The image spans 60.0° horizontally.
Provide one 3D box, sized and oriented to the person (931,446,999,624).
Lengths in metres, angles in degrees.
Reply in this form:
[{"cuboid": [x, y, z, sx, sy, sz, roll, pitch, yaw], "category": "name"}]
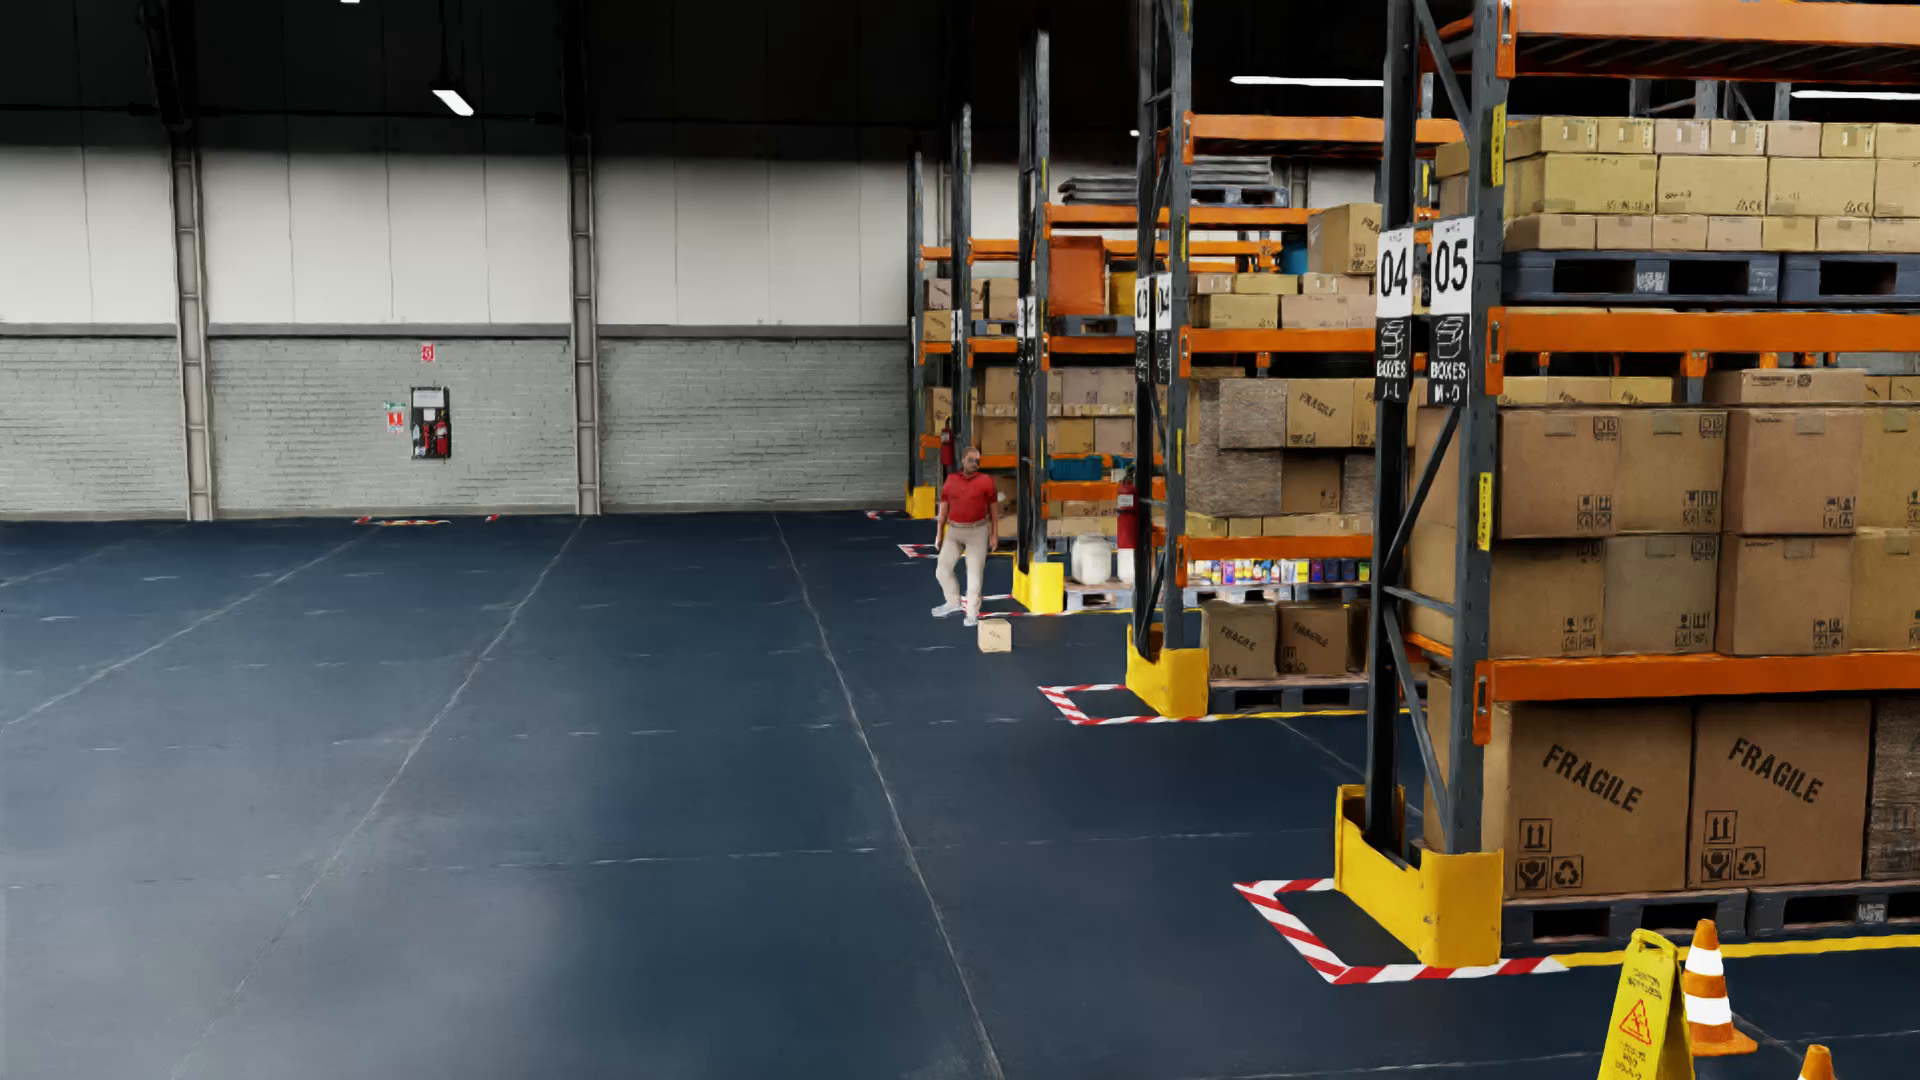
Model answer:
[{"cuboid": [0.019, -0.055, 16.130, 0.719, 1.718, 0.487, 2, 7, 19], "category": "person"}]
